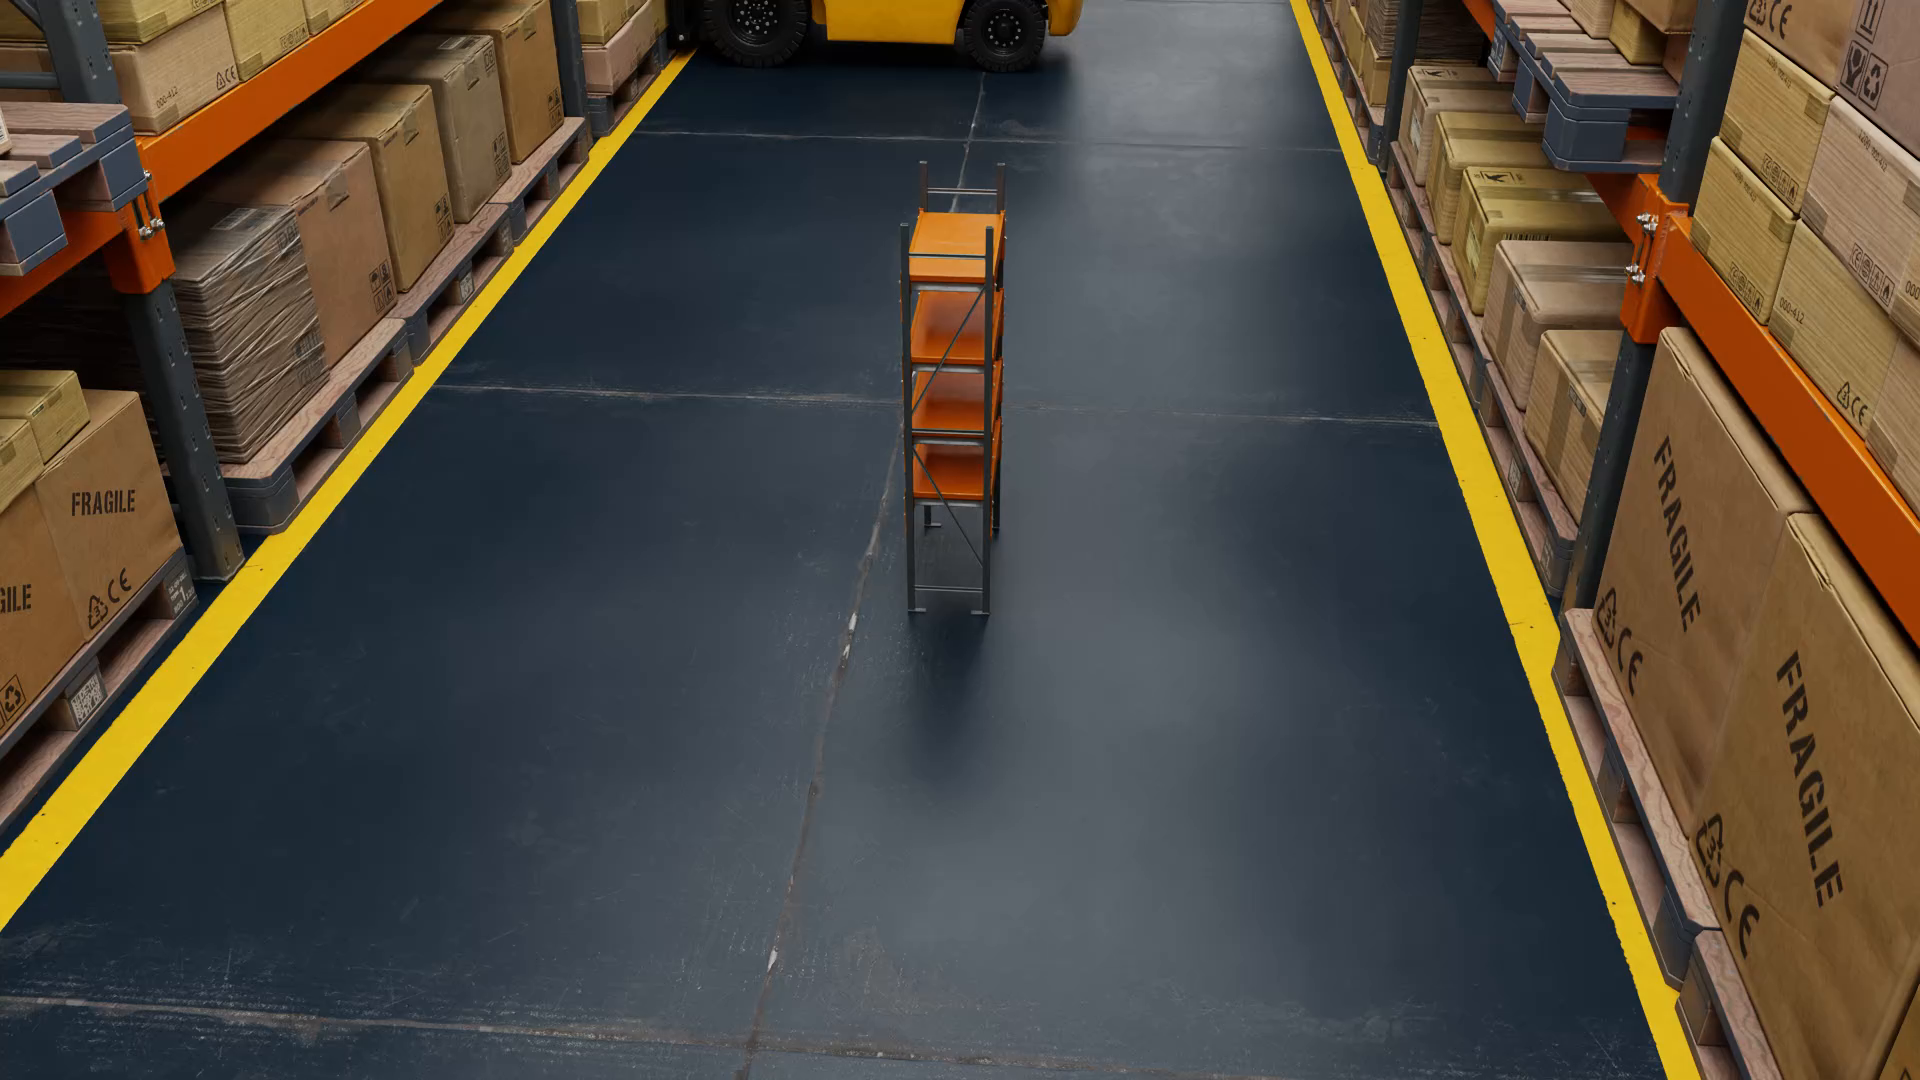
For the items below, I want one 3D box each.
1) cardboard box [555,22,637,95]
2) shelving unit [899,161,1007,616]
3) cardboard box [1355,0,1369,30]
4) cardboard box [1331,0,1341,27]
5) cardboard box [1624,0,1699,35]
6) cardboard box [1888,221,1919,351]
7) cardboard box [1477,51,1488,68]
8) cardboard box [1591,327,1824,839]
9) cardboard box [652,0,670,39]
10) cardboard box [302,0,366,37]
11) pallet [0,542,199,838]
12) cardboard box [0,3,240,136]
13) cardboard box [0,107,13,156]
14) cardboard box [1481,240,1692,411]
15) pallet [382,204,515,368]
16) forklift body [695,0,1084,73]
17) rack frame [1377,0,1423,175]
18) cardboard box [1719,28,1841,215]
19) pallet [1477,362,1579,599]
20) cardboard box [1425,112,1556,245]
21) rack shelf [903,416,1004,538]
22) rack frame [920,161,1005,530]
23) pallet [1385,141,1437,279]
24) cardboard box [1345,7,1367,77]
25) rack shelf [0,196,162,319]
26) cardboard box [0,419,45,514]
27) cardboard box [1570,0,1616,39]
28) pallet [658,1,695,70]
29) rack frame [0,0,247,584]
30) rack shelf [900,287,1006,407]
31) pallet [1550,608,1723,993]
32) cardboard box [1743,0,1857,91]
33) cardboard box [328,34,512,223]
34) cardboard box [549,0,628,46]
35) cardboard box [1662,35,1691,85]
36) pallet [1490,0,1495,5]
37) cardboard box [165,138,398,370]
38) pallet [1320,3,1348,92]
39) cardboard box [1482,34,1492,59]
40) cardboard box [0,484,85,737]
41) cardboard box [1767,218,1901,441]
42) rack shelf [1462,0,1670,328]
[{"bbox_3d":[-2.013,-2.535,8.726,0.500,0.250,0.500,3,32,4],"label":"cardboard box"},{"bbox_3d":[-0.013,-0.424,4.795,0.258,1.200,0.503,2,32,4],"label":"shelving unit"},{"bbox_3d":[2.386,-2.993,8.753,0.500,0.500,0.500,3,32,5],"label":"cardboard box"},{"bbox_3d":[2.469,-3.216,9.830,0.500,0.250,0.500,5,32,7],"label":"cardboard box"},{"bbox_3d":[2.000,-1.584,4.183,0.500,0.500,0.500,2,32,3],"label":"cardboard box"},{"bbox_3d":[1.856,-0.351,2.627,0.500,0.250,0.500,2,32,4],"label":"cardboard box"},{"bbox_3d":[2.882,-2.384,8.479,0.500,0.250,0.500,1,32,2],"label":"cardboard box"},{"bbox_3d":[2.101,0.097,3.859,0.875,0.875,0.875,2,32,4],"label":"cardboard box"},{"bbox_3d":[-1.961,-3.071,9.595,0.500,0.250,0.500,3,32,5],"label":"cardboard box"},{"bbox_3d":[-2.347,-1.887,5.596,0.500,0.250,0.500,1,32,2],"label":"cardboard box"},{"bbox_3d":[-2.806,0.379,4.434,1.003,0.211,1.213,2,32,4],"label":"pallet"},{"bbox_3d":[-2.428,-1.355,4.732,0.500,0.250,0.500,3,32,4],"label":"cardboard box"},{"bbox_3d":[-2.379,-0.909,3.705,0.380,0.149,0.250,3,32,5],"label":"cardboard box"},{"bbox_3d":[2.348,-0.728,5.677,0.950,0.372,0.625,2,32,3],"label":"cardboard box"},{"bbox_3d":[-2.500,-1.075,6.793,1.003,0.211,1.213,2,32,4],"label":"pallet"},{"bbox_3d":[-0.393,-3.949,9.608,2.313,2.155,1.214,2,32,4],"label":"forklift body"},{"bbox_3d":[2.565,-3.078,7.386,1.000,3.000,0.127,2,32,4],"label":"rack frame"},{"bbox_3d":[1.952,-0.881,3.487,0.500,0.250,0.500,2,32,4],"label":"cardboard box"},{"bbox_3d":[2.305,-0.208,5.387,1.003,0.211,1.213,2,32,4],"label":"pallet"},{"bbox_3d":[2.470,-1.488,6.910,0.950,0.372,0.625,4,32,7],"label":"cardboard box"},{"bbox_3d":[-0.013,-0.198,4.934,0.258,0.148,0.480,2,32,4],"label":"rack shelf"},{"bbox_3d":[0.006,-0.552,5.002,0.240,1.200,0.015,2,32,4],"label":"rack frame"},{"bbox_3d":[2.503,-1.484,7.457,1.003,0.211,1.213,2,32,4],"label":"pallet"},{"bbox_3d":[2.379,-2.686,8.970,0.500,0.250,0.500,2,32,3],"label":"cardboard box"},{"bbox_3d":[-2.871,0.155,2.825,1.077,0.370,4.000,2,32,4],"label":"rack shelf"},{"bbox_3d":[-2.487,-0.174,4.038,0.380,0.149,0.250,1,32,1],"label":"cardboard box"},{"bbox_3d":[1.957,-1.517,4.692,0.380,0.149,0.250,2,32,4],"label":"cardboard box"},{"bbox_3d":[-2.179,-3.155,10.168,1.003,0.211,1.213,2,32,4],"label":"pallet"},{"bbox_3d":[-2.708,-1.197,4.333,1.000,3.000,0.127,2,32,4],"label":"rack frame"},{"bbox_3d":[-0.013,-0.557,4.713,0.258,0.148,0.480,2,32,4],"label":"rack shelf"},{"bbox_3d":[2.100,0.609,4.060,1.003,0.211,1.213,2,32,4],"label":"pallet"},{"bbox_3d":[1.956,-1.208,3.302,0.500,0.500,0.500,1,32,2],"label":"cardboard box"},{"bbox_3d":[-2.484,-1.778,7.138,0.875,0.625,0.625,2,32,3],"label":"cardboard box"},{"bbox_3d":[-2.035,-2.749,8.596,0.500,0.250,0.500,2,32,4],"label":"cardboard box"},{"bbox_3d":[2.032,-1.240,4.242,0.380,0.149,0.250,4,32,6],"label":"cardboard box"},{"bbox_3d":[2.360,-1.942,5.725,1.003,0.211,1.213,2,32,4],"label":"pallet"},{"bbox_3d":[-2.598,-1.032,5.929,0.875,0.625,0.625,3,32,6],"label":"cardboard box"},{"bbox_3d":[2.681,-2.884,9.728,1.003,0.211,1.213,2,32,4],"label":"pallet"},{"bbox_3d":[2.882,-2.703,8.282,0.500,0.500,0.500,4,32,6],"label":"cardboard box"},{"bbox_3d":[-2.579,0.180,4.081,0.500,0.500,0.500,2,32,3],"label":"cardboard box"},{"bbox_3d":[1.925,-0.409,3.197,0.500,0.250,0.500,2,32,3],"label":"cardboard box"},{"bbox_3d":[2.402,-1.726,5.878,1.077,0.370,4.000,2,32,4],"label":"rack shelf"}]
